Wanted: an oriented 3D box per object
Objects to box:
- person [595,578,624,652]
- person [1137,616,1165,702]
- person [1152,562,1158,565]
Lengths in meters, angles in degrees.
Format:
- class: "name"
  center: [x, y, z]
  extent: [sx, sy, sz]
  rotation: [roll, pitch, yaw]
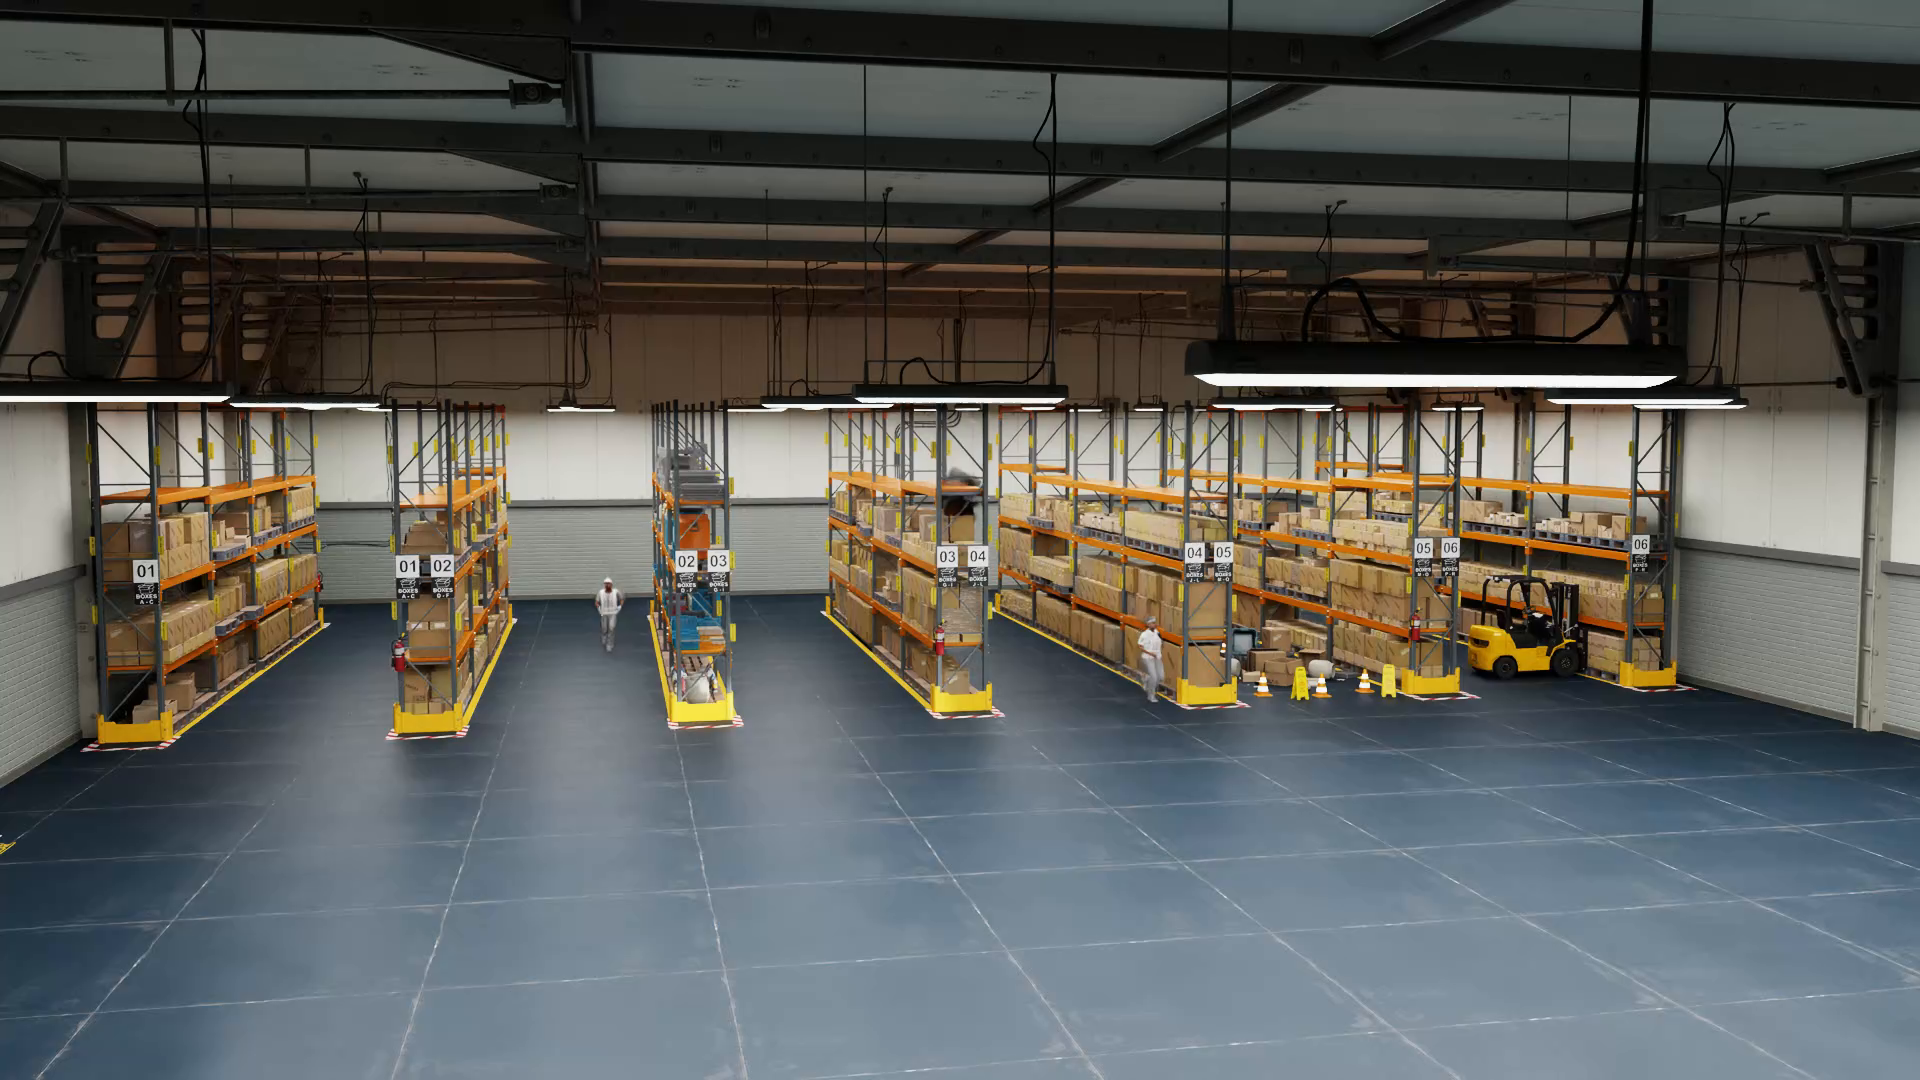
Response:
- class: "person"
  center: [-8.525, 1.808, 40.492]
  extent: [0.684, 1.768, 0.760]
  rotation: [-1, 4, -7]
- class: "person"
  center: [3.694, 2.288, 32.169]
  extent: [0.611, 1.664, 0.536]
  rotation: [-3, 6, -39]
- class: "person"
  center: [6.017, 1.071, 51.062]
  extent: [0.742, 1.597, 0.593]
  rotation: [1, 4, 12]
